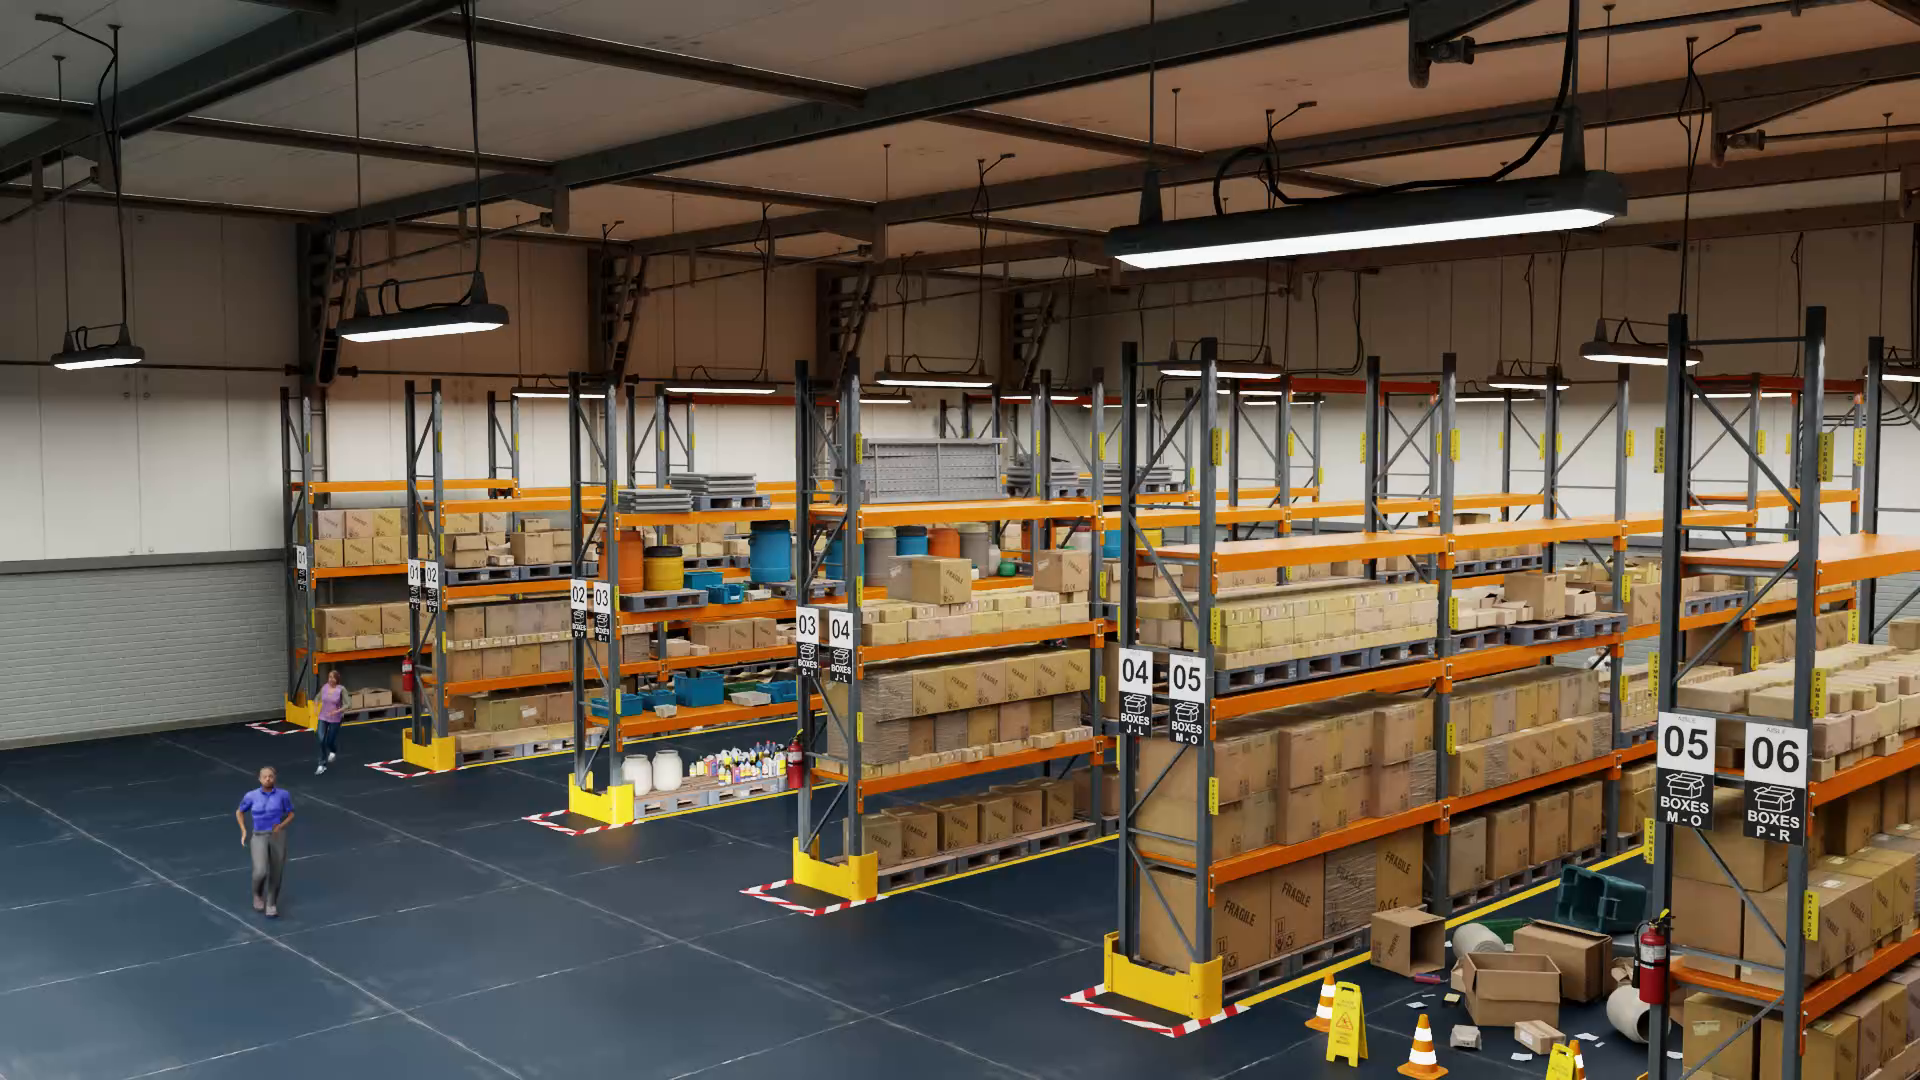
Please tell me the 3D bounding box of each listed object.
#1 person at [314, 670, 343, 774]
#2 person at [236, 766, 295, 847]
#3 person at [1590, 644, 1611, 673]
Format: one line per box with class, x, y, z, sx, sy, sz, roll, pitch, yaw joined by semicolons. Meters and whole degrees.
person;-9.653;2.775;25.572;0.525;1.567;0.687;0;4;0
person;-7.366;2.832;17.663;0.560;0.838;0.566;-2;4;-28
person;10.903;2.538;28.071;0.468;1.697;0.634;3;5;37
